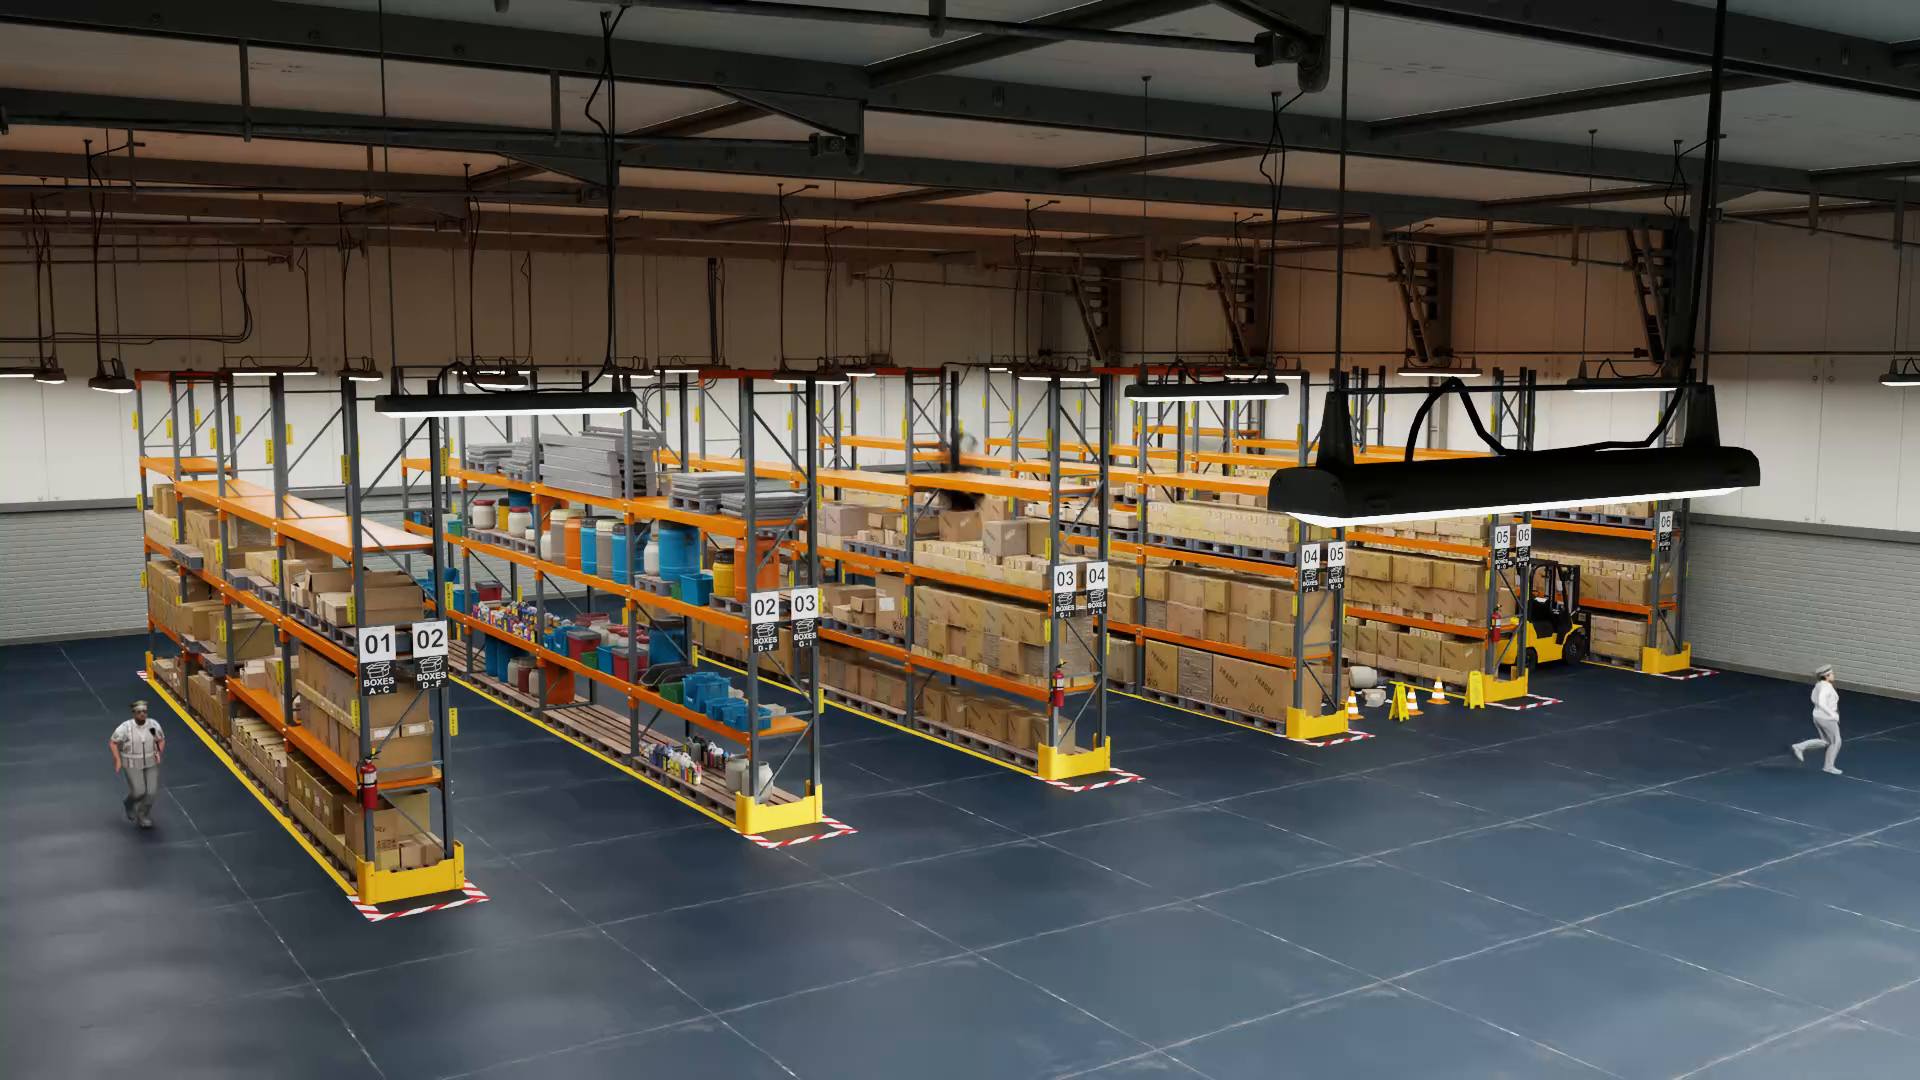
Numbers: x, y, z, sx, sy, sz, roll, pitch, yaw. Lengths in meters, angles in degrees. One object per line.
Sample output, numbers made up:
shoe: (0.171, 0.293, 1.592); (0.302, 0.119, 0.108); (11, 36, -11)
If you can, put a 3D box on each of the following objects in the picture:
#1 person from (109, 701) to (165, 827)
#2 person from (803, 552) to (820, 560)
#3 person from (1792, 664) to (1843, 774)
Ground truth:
person: (-10.899, 2.982, 22.141); (0.653, 1.721, 0.631); (-6, 9, -43)
person: (-3.725, 0.808, 41.510); (0.525, 1.676, 0.737); (-5, 8, -40)
person: (12.992, 2.696, 25.047); (0.667, 1.677, 0.618); (1, 7, 10)
